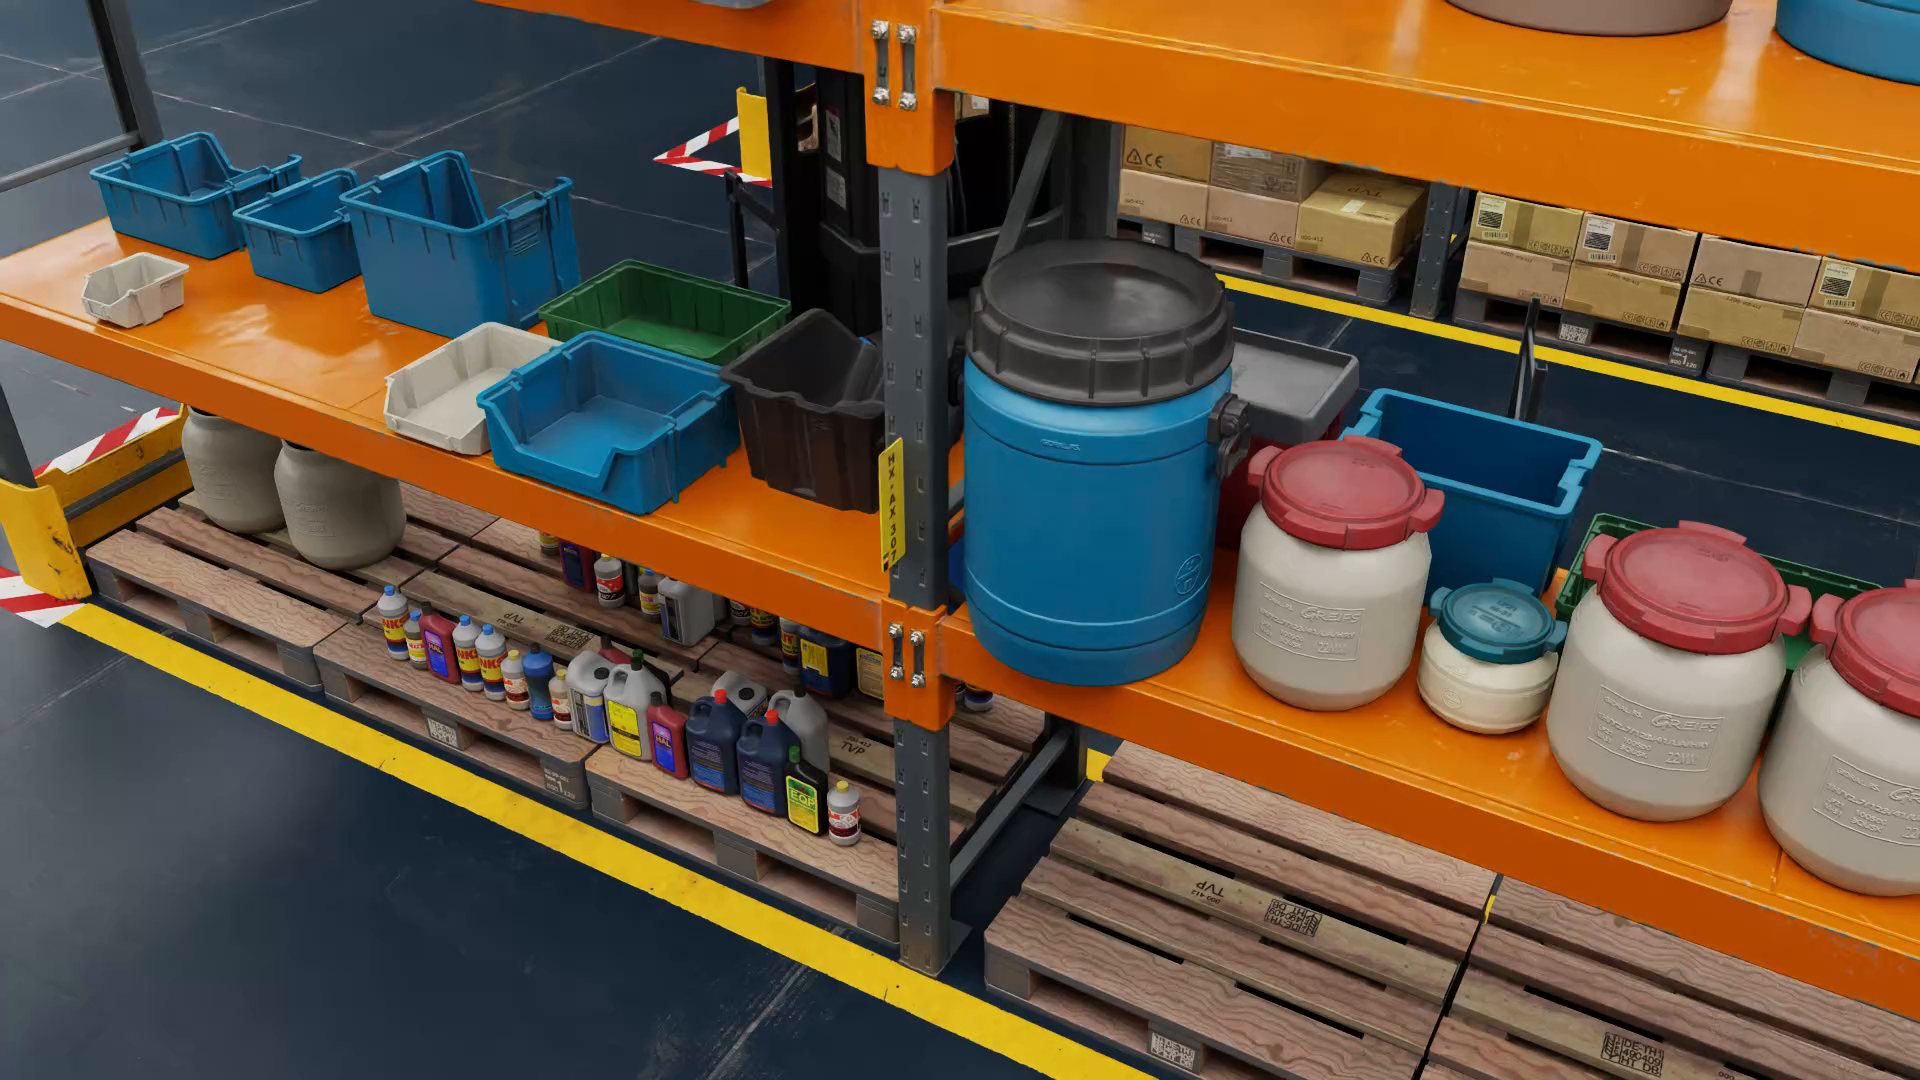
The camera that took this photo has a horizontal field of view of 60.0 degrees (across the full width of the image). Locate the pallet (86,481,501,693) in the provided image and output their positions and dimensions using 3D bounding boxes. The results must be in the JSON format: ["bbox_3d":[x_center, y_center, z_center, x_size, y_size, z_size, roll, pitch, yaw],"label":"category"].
[{"bbox_3d":[-2.558,0.059,6.472,1.213,0.211,1.003,18,37,24],"label":"pallet"}]

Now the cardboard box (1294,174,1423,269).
[{"bbox_3d":[2.073,-1.662,8.641,0.500,0.250,0.500,18,37,24],"label":"cardboard box"}]

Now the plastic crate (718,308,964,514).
[{"bbox_3d":[-0.268,-0.406,4.709,0.504,0.338,0.767,18,37,24],"label":"plastic crate"}]

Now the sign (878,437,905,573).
[{"bbox_3d":[-0.160,-0.080,3.914,0.005,0.325,0.100,18,37,24],"label":"sign"}]

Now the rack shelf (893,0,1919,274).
[{"bbox_3d":[1.859,-0.625,2.926,4.000,0.370,1.077,18,37,24],"label":"rack shelf"}]

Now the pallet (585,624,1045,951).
[{"bbox_3d":[-0.439,0.730,5.464,1.213,0.211,1.003,18,37,24],"label":"pallet"}]

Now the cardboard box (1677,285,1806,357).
[{"bbox_3d":[3.705,-1.127,7.838,0.500,0.250,0.500,16,37,23],"label":"cardboard box"}]

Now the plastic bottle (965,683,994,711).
[{"bbox_3d":[0.064,0.428,5.466,0.097,0.271,0.097,0,34,0],"label":"plastic bottle"}]

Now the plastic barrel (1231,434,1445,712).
[{"bbox_3d":[0.845,0.086,3.792,0.433,0.535,0.433,0,34,0],"label":"plastic barrel"}]

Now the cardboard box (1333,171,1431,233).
[{"bbox_3d":[2.332,-1.913,9.018,0.500,0.250,0.500,18,37,24],"label":"cardboard box"}]

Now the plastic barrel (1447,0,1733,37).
[{"bbox_3d":[1.240,-1.468,3.090,0.600,0.901,0.600,0,34,0],"label":"plastic barrel"}]

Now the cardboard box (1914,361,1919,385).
[{"bbox_3d":[4.595,-0.846,7.416,0.500,0.250,0.500,18,38,25],"label":"cardboard box"}]

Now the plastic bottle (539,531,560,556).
[{"bbox_3d":[-1.538,-0.051,6.247,0.097,0.201,0.097,0,34,0],"label":"plastic bottle"}]

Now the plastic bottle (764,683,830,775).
[{"bbox_3d":[-0.508,0.585,5.158,0.185,0.351,0.144,18,37,24],"label":"plastic bottle"}]

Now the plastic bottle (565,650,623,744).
[{"bbox_3d":[-1.165,0.498,5.357,0.135,0.276,0.152,18,38,25],"label":"plastic bottle"}]

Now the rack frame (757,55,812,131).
[{"bbox_3d":[-0.889,-3.709,9.614,0.127,3.000,1.000,18,37,24],"label":"rack frame"}]

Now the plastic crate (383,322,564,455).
[{"bbox_3d":[-1.413,-0.441,4.944,0.437,0.136,0.530,18,37,24],"label":"plastic crate"}]

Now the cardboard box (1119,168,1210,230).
[{"bbox_3d":[1.202,-1.934,9.050,0.500,0.250,0.500,18,37,24],"label":"cardboard box"}]

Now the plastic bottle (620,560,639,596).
[{"bbox_3d":[-1.212,0.039,6.046,0.135,0.276,0.152,17,37,23],"label":"plastic bottle"}]

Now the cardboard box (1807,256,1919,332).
[{"bbox_3d":[4.155,-1.217,7.467,0.500,0.311,0.500,19,38,26],"label":"cardboard box"}]

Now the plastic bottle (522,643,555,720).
[{"bbox_3d":[-1.370,0.452,5.429,0.097,0.271,0.097,0,34,0],"label":"plastic bottle"}]

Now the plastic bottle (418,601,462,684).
[{"bbox_3d":[-1.743,0.341,5.586,0.133,0.283,0.061,18,38,25],"label":"plastic bottle"}]

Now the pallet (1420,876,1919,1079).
[{"bbox_3d":[1.887,1.467,4.357,1.213,0.211,1.003,18,37,24],"label":"pallet"}]

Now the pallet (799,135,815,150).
[{"bbox_3d":[-0.204,-2.358,10.101,1.213,0.211,1.003,18,37,24],"label":"pallet"}]

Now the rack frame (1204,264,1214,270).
[{"bbox_3d":[0.747,-0.136,5.600,0.032,1.500,0.500,8,34,12],"label":"rack frame"}]

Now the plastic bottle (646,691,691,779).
[{"bbox_3d":[-0.908,0.605,5.189,0.133,0.283,0.061,20,39,27],"label":"plastic bottle"}]

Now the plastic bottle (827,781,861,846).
[{"bbox_3d":[-0.347,0.806,4.962,0.097,0.201,0.097,0,34,0],"label":"plastic bottle"}]

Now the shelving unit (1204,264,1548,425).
[{"bbox_3d":[1.249,-0.066,5.496,1.083,1.500,0.587,8,34,12],"label":"shelving unit"}]

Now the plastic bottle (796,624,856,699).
[{"bbox_3d":[-0.444,0.341,5.525,0.185,0.351,0.144,18,37,24],"label":"plastic bottle"}]

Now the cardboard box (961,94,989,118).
[{"bbox_3d":[0.342,-2.529,9.267,0.500,0.500,0.500,18,37,24],"label":"cardboard box"}]

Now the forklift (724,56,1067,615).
[{"bbox_3d":[-0.316,-1.518,6.386,1.130,2.935,3.031,-18,38,-25],"label":"forklift"}]

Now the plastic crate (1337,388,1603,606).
[{"bbox_3d":[1.235,-0.066,4.157,0.575,0.384,0.392,18,37,24],"label":"plastic crate"}]

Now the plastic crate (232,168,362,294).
[{"bbox_3d":[-2.206,-1.089,5.814,0.408,0.251,0.499,18,37,24],"label":"plastic crate"}]

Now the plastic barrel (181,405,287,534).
[{"bbox_3d":[-2.741,-0.321,6.392,0.421,0.512,0.421,0,34,0],"label":"plastic barrel"}]

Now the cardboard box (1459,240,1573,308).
[{"bbox_3d":[2.811,-1.409,8.262,0.500,0.250,0.500,17,37,23],"label":"cardboard box"}]

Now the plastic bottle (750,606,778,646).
[{"bbox_3d":[-0.682,0.230,5.763,0.097,0.271,0.097,0,34,0],"label":"plastic bottle"}]

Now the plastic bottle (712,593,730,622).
[{"bbox_3d":[-0.905,0.103,5.883,0.185,0.351,0.144,17,37,24],"label":"plastic bottle"}]

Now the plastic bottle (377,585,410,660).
[{"bbox_3d":[-1.930,0.275,5.696,0.097,0.271,0.097,0,34,0],"label":"plastic bottle"}]

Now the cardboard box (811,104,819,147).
[{"bbox_3d":[-0.534,-2.485,9.877,0.500,0.250,0.500,18,37,24],"label":"cardboard box"}]

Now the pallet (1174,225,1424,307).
[{"bbox_3d":[1.914,-1.687,9.093,1.213,0.211,1.003,18,37,24],"label":"pallet"}]

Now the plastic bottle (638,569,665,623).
[{"bbox_3d":[-1.088,0.184,5.895,0.097,0.201,0.097,0,34,0],"label":"plastic bottle"}]

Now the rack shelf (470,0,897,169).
[{"bbox_3d":[-1.613,-1.725,4.578,4.000,0.370,1.077,18,37,24],"label":"rack shelf"}]

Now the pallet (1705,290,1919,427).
[{"bbox_3d":[4.306,-0.929,7.955,1.213,0.211,1.003,18,37,24],"label":"pallet"}]

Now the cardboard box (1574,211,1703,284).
[{"bbox_3d":[3.251,-1.499,7.891,0.500,0.311,0.500,17,37,24],"label":"cardboard box"}]

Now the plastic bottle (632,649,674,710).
[{"bbox_3d":[-0.998,0.485,5.369,0.133,0.283,0.061,18,37,24],"label":"plastic bottle"}]

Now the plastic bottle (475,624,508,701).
[{"bbox_3d":[-1.546,0.396,5.513,0.097,0.271,0.097,0,34,0],"label":"plastic bottle"}]

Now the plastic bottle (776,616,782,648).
[{"bbox_3d":[-0.536,0.220,5.707,0.185,0.351,0.144,16,37,22],"label":"plastic bottle"}]

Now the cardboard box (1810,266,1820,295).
[{"bbox_3d":[4.412,-1.244,8.013,0.500,0.250,0.500,18,38,25],"label":"cardboard box"}]

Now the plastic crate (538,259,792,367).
[{"bbox_3d":[-0.916,-0.647,5.207,0.662,0.188,0.450,18,37,24],"label":"plastic crate"}]

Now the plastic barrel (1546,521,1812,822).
[{"bbox_3d":[1.482,0.288,3.489,0.433,0.535,0.433,0,34,0],"label":"plastic barrel"}]

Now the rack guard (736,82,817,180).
[{"bbox_3d":[-0.910,-2.675,10.316,0.348,0.500,1.175,18,37,24],"label":"rack guard"}]

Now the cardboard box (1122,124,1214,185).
[{"bbox_3d":[1.209,-2.253,8.852,0.500,0.500,0.500,18,37,24],"label":"cardboard box"}]

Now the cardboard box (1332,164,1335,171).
[{"bbox_3d":[1.899,-2.363,9.018,0.500,0.500,0.500,18,37,24],"label":"cardboard box"}]

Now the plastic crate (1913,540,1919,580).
[{"bbox_3d":[2.345,0.255,3.602,0.583,0.464,0.402,18,37,24],"label":"plastic crate"}]

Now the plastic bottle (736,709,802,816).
[{"bbox_3d":[-0.579,0.655,5.053,0.185,0.351,0.144,17,37,23],"label":"plastic bottle"}]

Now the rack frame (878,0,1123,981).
[{"bbox_3d":[0.123,-0.226,4.384,0.127,3.000,1.000,18,37,24],"label":"rack frame"}]
